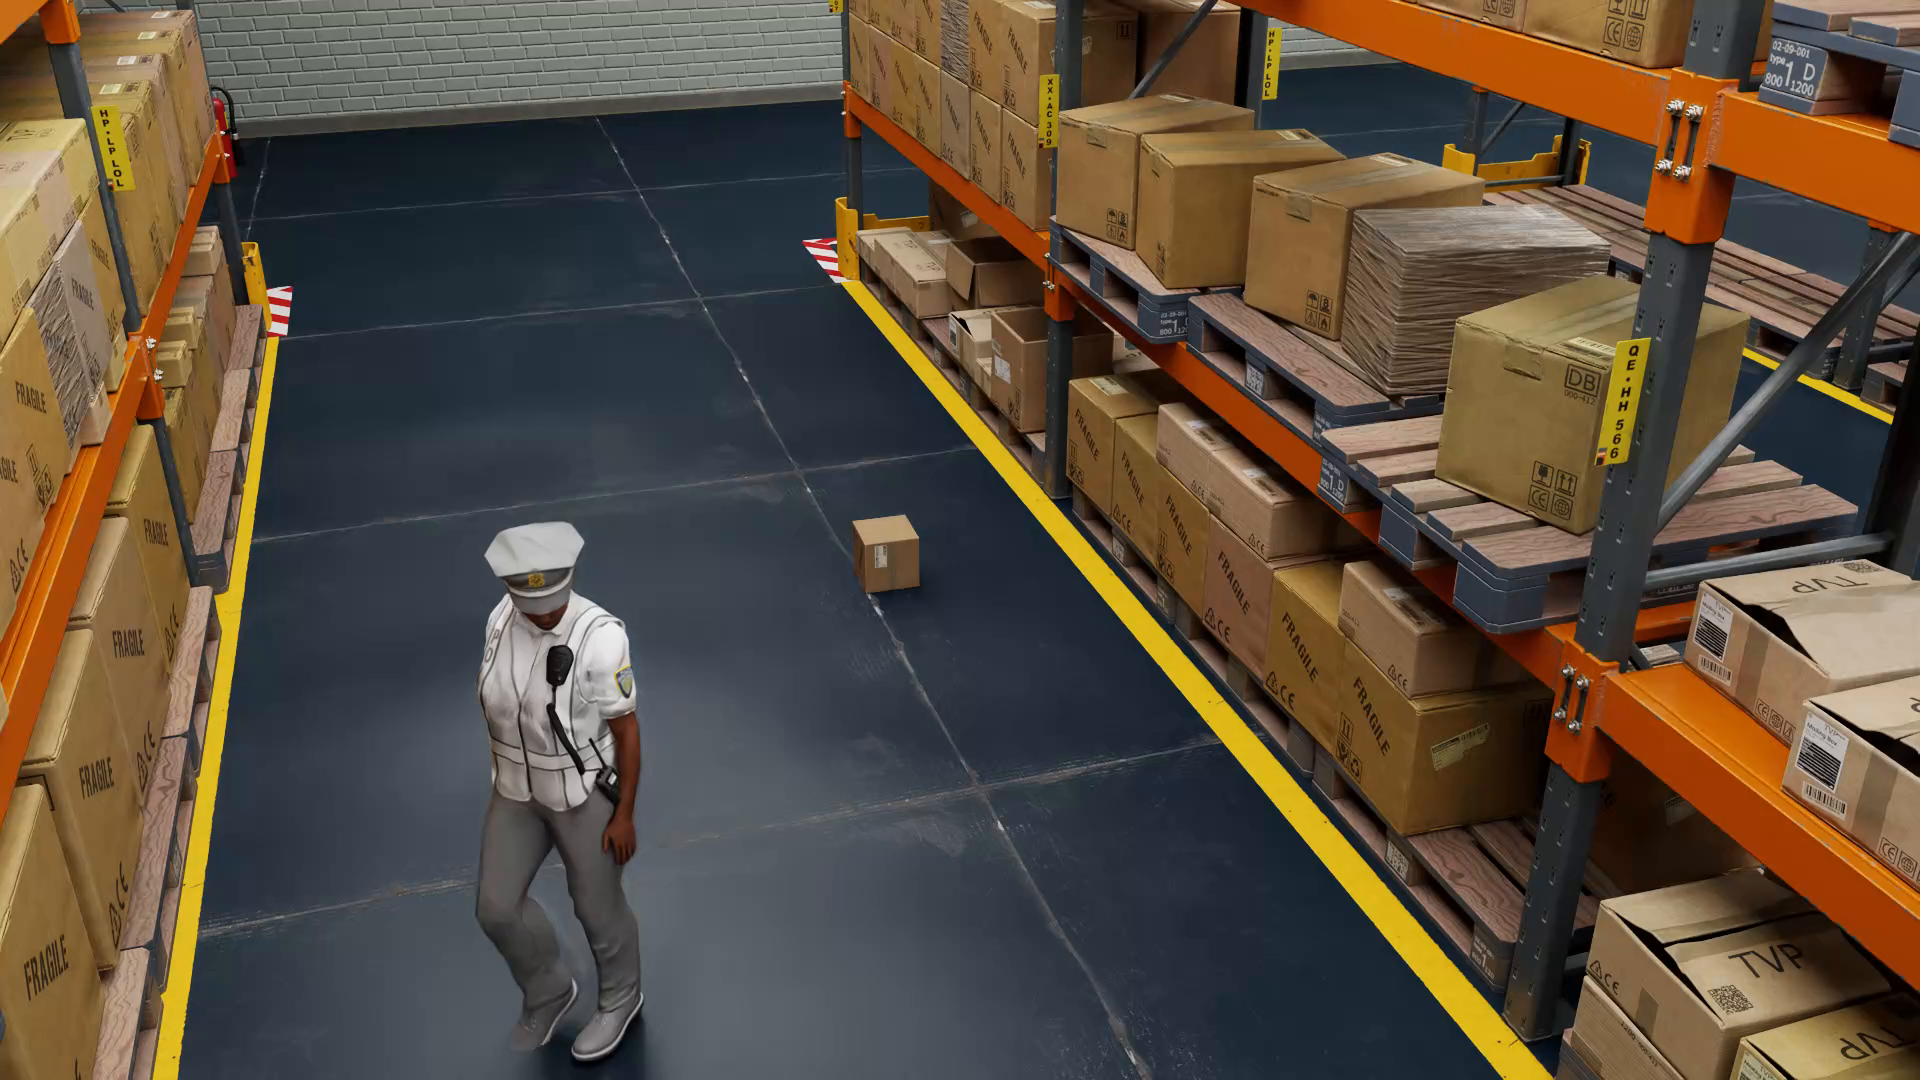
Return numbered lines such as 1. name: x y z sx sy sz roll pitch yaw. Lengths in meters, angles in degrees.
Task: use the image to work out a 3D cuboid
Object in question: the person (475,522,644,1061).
1. person: -1.111 0.761 4.632 0.479 1.737 0.382 10 28 20
